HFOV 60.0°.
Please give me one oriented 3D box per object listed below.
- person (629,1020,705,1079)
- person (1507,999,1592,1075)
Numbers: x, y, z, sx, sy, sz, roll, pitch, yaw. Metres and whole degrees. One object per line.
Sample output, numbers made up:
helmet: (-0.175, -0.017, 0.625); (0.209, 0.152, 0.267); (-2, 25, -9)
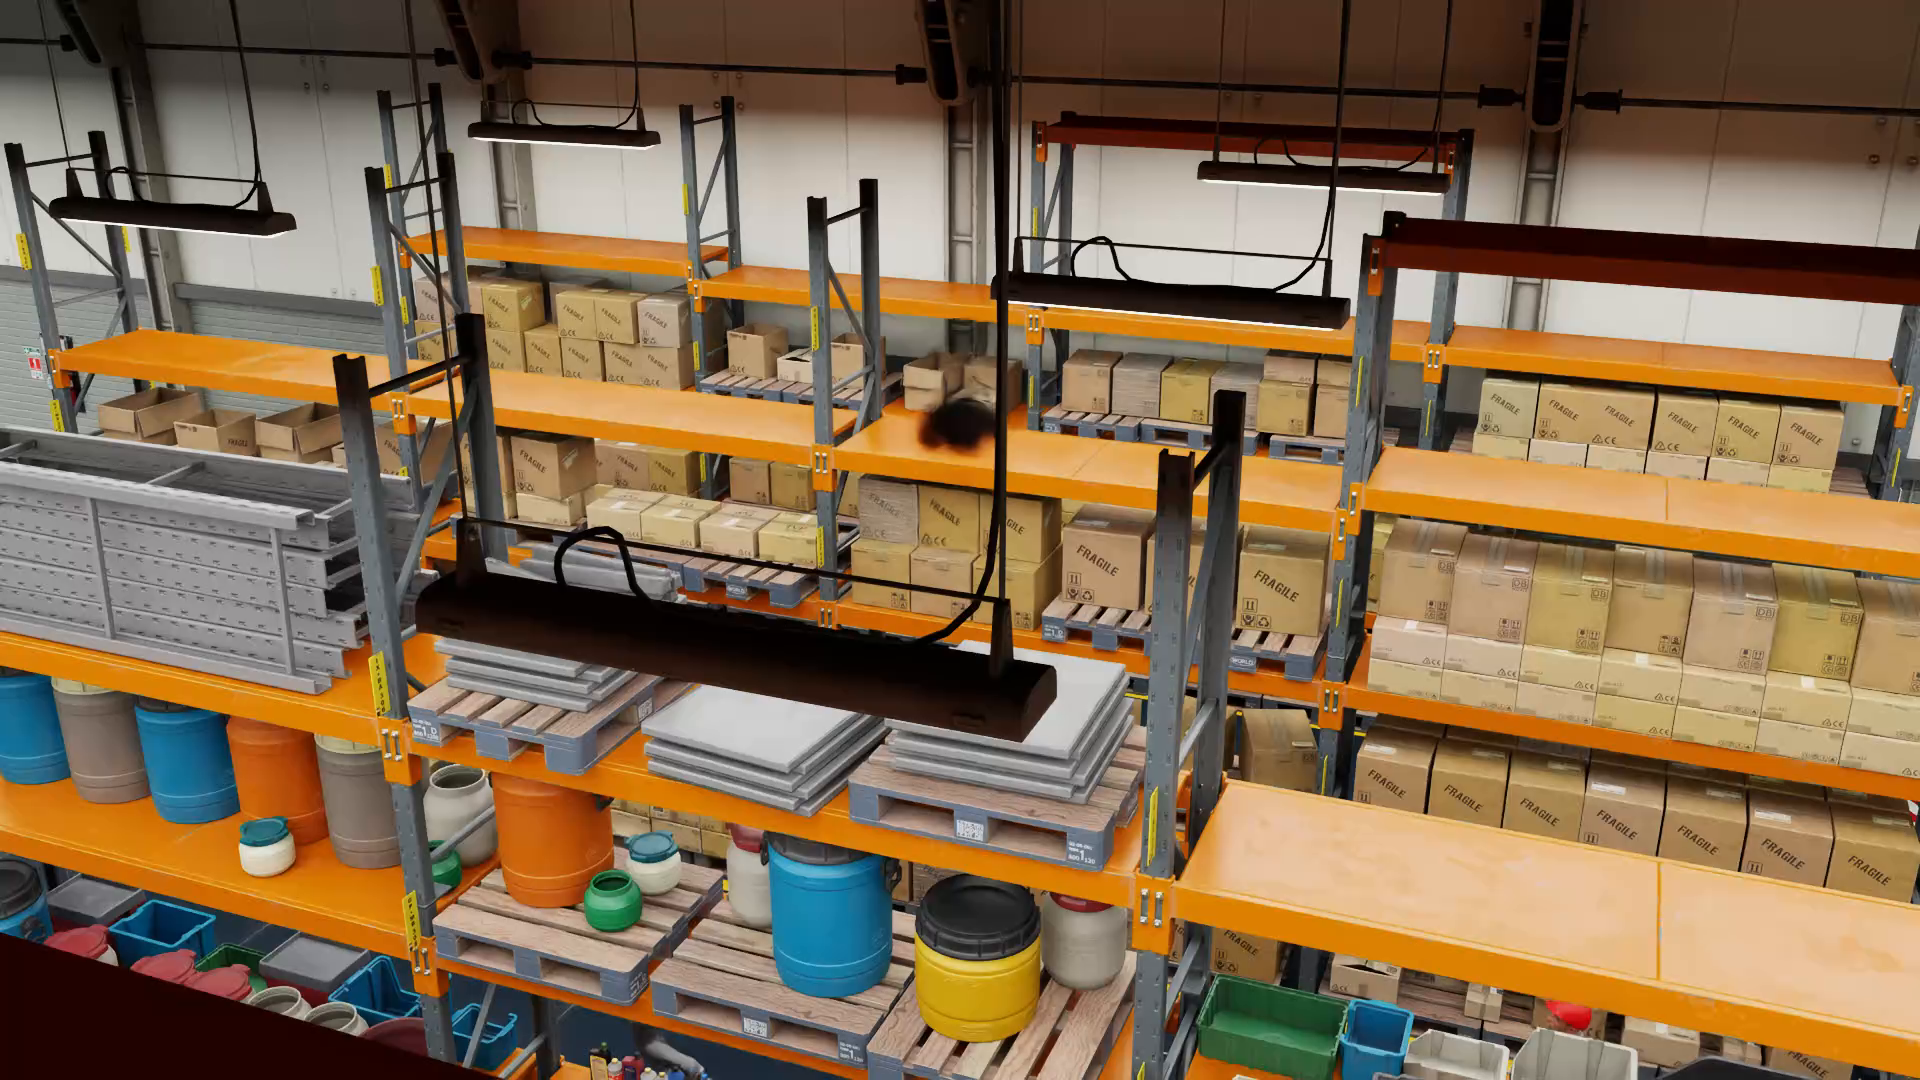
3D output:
person: (-2.081, 3.238, 11.591); (0.610, 1.692, 0.597); (12, 24, 29)
person: (3.822, 3.622, 10.457); (0.750, 1.740, 0.668); (3, 21, 8)
